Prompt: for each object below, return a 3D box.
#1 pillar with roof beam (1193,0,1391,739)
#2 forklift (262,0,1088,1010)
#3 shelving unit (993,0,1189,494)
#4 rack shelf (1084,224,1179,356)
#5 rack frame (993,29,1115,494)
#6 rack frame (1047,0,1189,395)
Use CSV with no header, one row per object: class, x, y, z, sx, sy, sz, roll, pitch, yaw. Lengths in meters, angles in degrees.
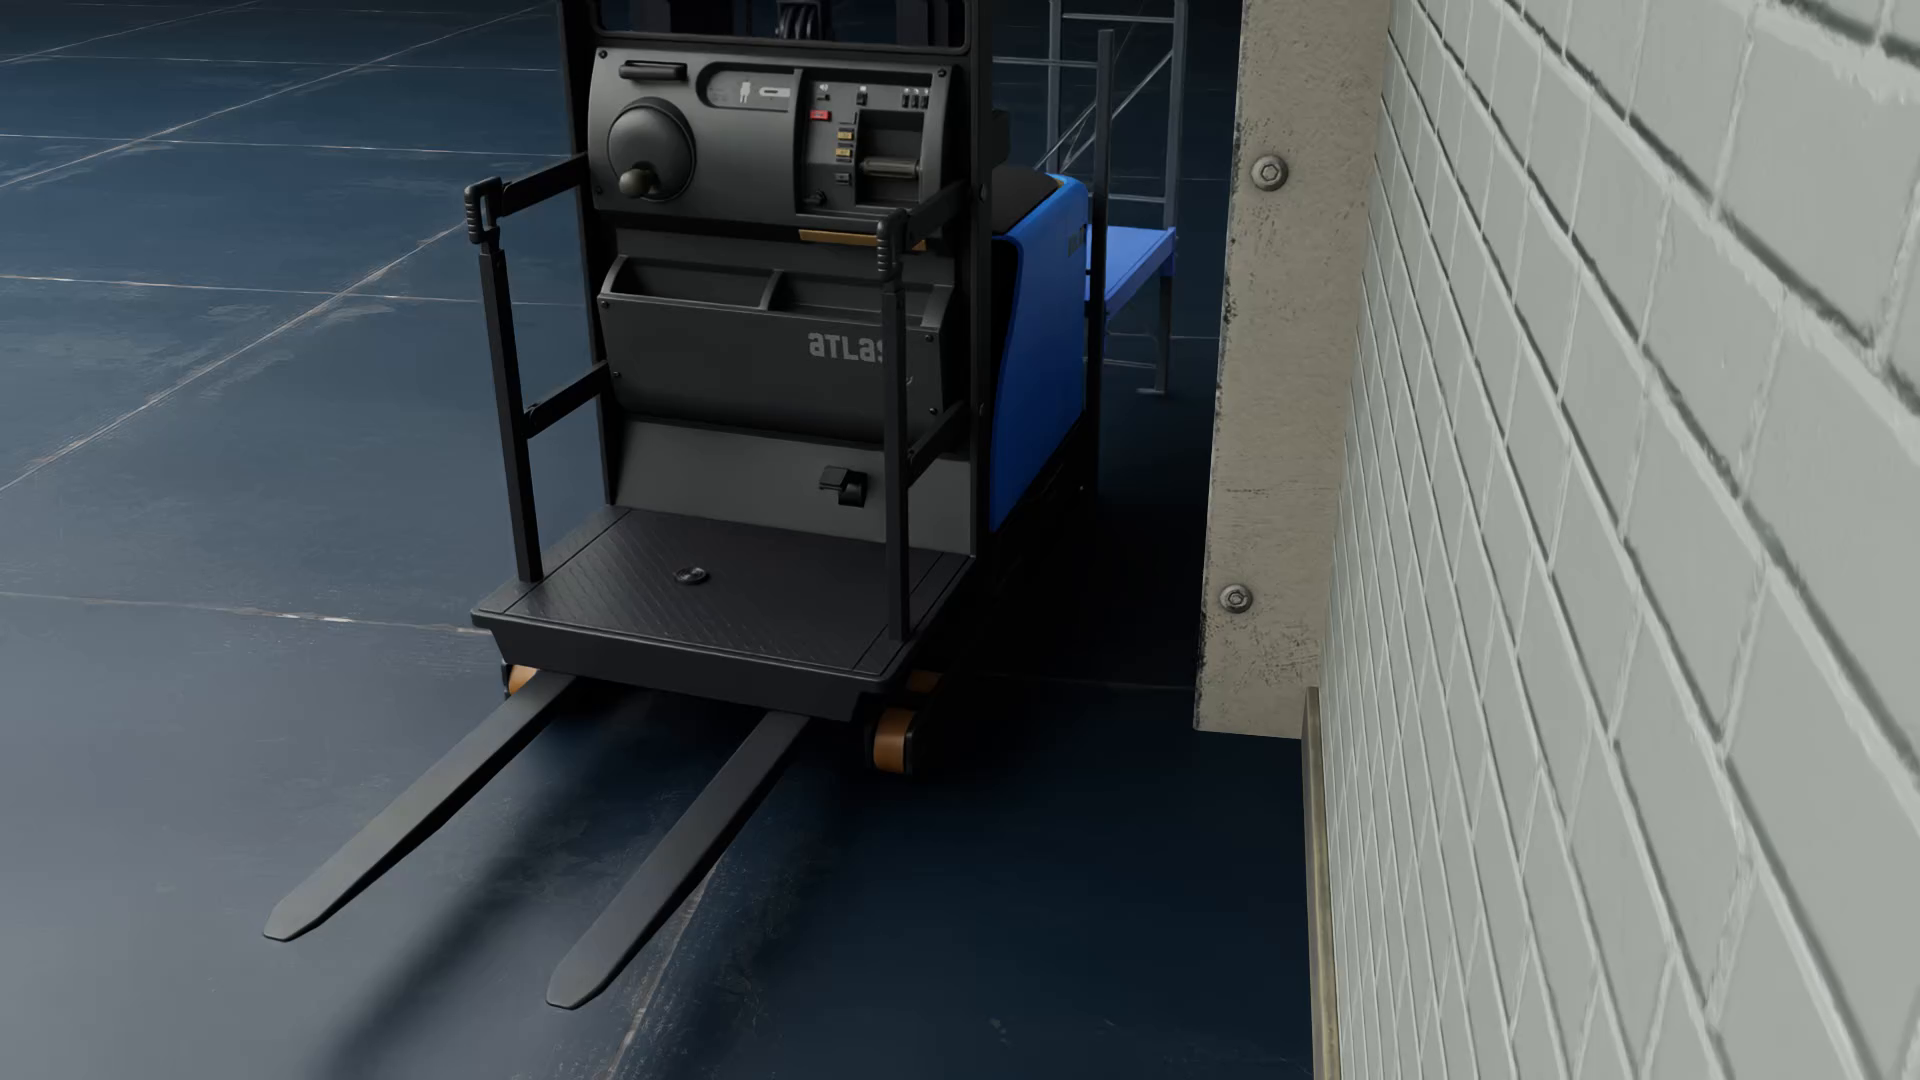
pillar with roof beam,-3.471,-3.965,3.106,9.100,9.000,0.400,4,25,9
forklift,-0.532,-0.948,3.818,1.130,2.935,3.031,8,26,16
shelving unit,0.394,-1.080,5.787,0.538,1.500,1.048,9,26,18
rack shelf,0.394,-0.917,5.863,0.538,0.185,1.000,9,26,18
rack frame,0.223,-0.877,5.354,0.500,1.500,0.032,9,26,18
rack frame,0.565,-1.282,6.221,0.500,1.500,0.032,9,26,18
